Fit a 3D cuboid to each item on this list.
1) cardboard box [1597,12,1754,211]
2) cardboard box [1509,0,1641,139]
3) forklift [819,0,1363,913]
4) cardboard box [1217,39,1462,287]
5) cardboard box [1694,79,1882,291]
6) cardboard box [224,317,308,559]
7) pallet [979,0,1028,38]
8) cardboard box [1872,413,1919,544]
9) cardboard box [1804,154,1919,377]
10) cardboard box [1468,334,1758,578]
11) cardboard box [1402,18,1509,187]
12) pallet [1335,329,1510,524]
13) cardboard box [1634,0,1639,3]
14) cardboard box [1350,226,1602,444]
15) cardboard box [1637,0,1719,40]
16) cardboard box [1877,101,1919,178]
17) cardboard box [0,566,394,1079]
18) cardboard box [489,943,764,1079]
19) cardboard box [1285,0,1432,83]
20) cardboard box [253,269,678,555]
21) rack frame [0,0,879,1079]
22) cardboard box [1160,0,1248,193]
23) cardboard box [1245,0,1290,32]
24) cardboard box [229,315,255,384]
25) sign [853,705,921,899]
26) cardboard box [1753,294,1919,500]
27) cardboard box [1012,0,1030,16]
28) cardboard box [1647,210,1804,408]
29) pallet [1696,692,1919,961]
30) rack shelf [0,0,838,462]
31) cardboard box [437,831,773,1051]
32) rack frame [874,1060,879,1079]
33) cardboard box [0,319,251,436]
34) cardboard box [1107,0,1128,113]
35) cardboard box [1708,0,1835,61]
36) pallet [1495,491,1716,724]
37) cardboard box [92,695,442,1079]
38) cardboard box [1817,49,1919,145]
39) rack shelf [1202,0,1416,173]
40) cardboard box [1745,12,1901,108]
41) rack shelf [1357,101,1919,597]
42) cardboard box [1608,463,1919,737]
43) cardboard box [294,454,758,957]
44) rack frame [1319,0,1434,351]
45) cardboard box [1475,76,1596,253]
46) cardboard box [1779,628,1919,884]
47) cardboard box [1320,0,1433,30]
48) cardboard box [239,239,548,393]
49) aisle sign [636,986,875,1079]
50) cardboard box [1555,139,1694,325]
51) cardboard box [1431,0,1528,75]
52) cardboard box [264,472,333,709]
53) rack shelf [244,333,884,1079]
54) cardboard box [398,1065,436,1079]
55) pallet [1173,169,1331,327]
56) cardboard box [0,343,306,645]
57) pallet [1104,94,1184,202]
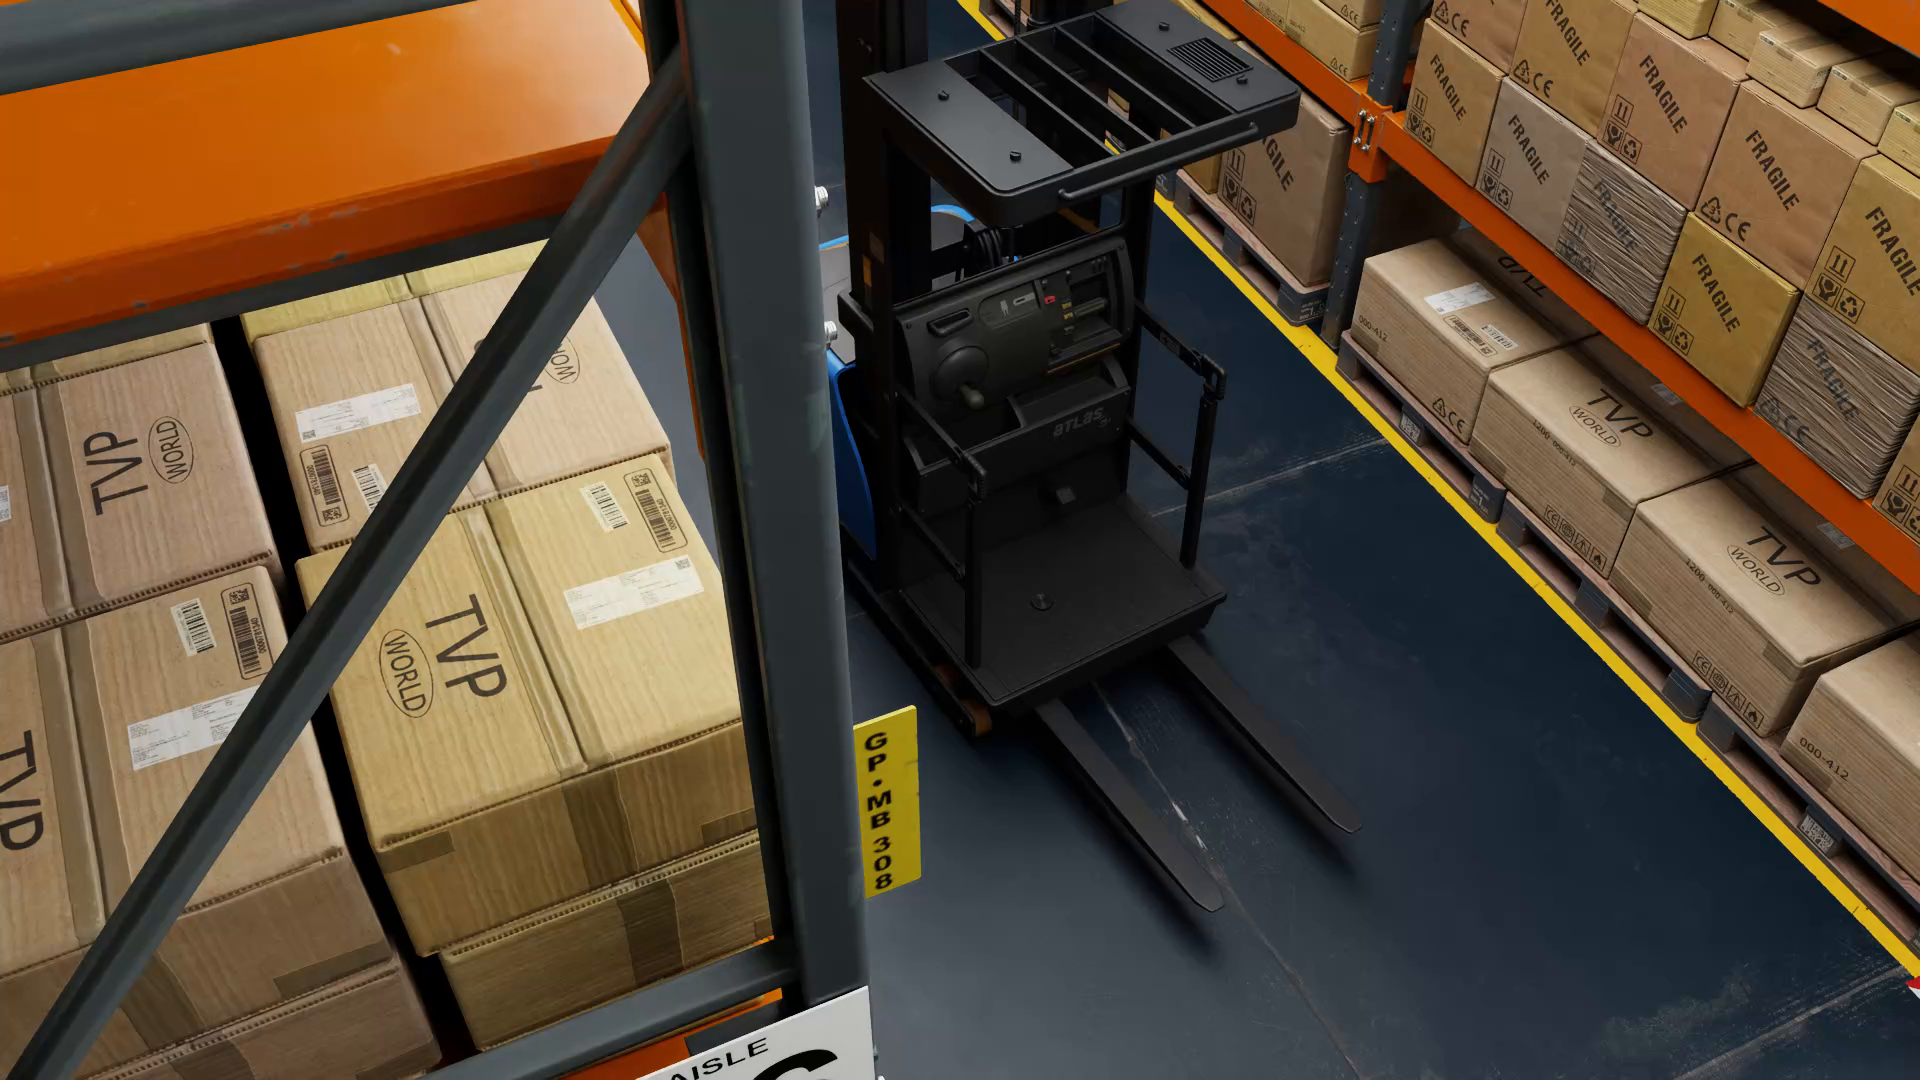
[{"bbox_3d":[2.626,-1.530,5.751,0.500,0.500,0.500,-17,47,-17],"label":"cardboard box"},{"bbox_3d":[2.421,-1.860,6.085,0.500,0.500,0.500,-19,48,-18],"label":"cardboard box"},{"bbox_3d":[0.328,-0.670,5.711,1.130,2.935,3.031,-23,49,-22],"label":"forklift"},{"bbox_3d":[1.901,-1.932,8.155,0.875,0.875,0.875,-17,47,-16],"label":"cardboard box"},{"bbox_3d":[2.836,-1.208,5.424,0.500,0.500,0.500,-18,47,-18],"label":"cardboard box"},{"bbox_3d":[-1.453,-0.118,2.862,0.500,0.250,0.500,-19,48,-18],"label":"cardboard box"},{"bbox_3d":[0.815,-3.199,10.210,1.003,0.211,1.213,-18,47,-17],"label":"pallet"},{"bbox_3d":[3.276,-0.207,5.122,0.500,0.500,0.500,-19,48,-18],"label":"cardboard box"},{"bbox_3d":[3.046,-0.887,5.099,0.500,0.500,0.500,-18,47,-18],"label":"cardboard box"},{"bbox_3d":[2.778,-0.402,6.916,0.875,0.438,0.875,-19,48,-19],"label":"cardboard box"},{"bbox_3d":[2.194,-1.826,6.763,0.500,0.500,0.500,-17,47,-16],"label":"cardboard box"},{"bbox_3d":[2.483,-0.667,7.644,1.003,0.211,1.213,-18,47,-17],"label":"pallet"},{"bbox_3d":[2.448,-2.026,5.792,0.380,0.149,0.250,-18,47,-18],"label":"cardboard box"},{"bbox_3d":[2.401,-0.973,7.494,0.875,0.438,0.875,-19,48,-18],"label":"cardboard box"},{"bbox_3d":[2.534,-1.848,5.611,0.380,0.149,0.250,-19,48,-19],"label":"cardboard box"},{"bbox_3d":[2.997,-1.207,4.961,0.380,0.149,0.250,-17,47,-16],"label":"cardboard box"},{"bbox_3d":[-1.026,0.351,2.031,0.500,0.250,0.500,-19,48,-19],"label":"cardboard box"},{"bbox_3d":[-0.509,0.600,2.418,0.380,0.149,0.250,-17,47,-17],"label":"cardboard box"},{"bbox_3d":[1.817,-2.325,7.446,0.500,0.250,0.500,-19,48,-18],"label":"cardboard box"},{"bbox_3d":[-0.742,-0.134,2.523,0.500,0.250,0.500,-18,47,-18],"label":"cardboard box"},{"bbox_3d":[-0.586,-0.285,1.001,1.000,3.000,0.127,-18,47,-17],"label":"rack frame"},{"bbox_3d":[1.514,-2.505,8.736,0.875,0.875,0.875,-17,47,-16],"label":"cardboard box"},{"bbox_3d":[1.604,-2.650,7.776,0.500,0.250,0.500,-19,48,-18],"label":"cardboard box"},{"bbox_3d":[-1.673,-0.445,3.193,0.500,0.250,0.500,-17,47,-16],"label":"cardboard box"},{"bbox_3d":[-0.094,0.311,1.910,0.100,0.325,0.005,-18,47,-17],"label":"sign"},{"bbox_3d":[3.050,-0.532,5.451,0.500,0.500,0.500,-17,47,-16],"label":"cardboard box"},{"bbox_3d":[0.767,-3.644,9.890,0.875,0.875,0.875,-18,48,-18],"label":"cardboard box"},{"bbox_3d":[2.822,-0.857,5.781,0.500,0.500,0.500,-17,47,-16],"label":"cardboard box"},{"bbox_3d":[3.509,0.888,6.068,1.003,0.211,1.213,-18,47,-17],"label":"pallet"},{"bbox_3d":[-1.427,-1.302,2.546,1.077,0.370,4.000,-18,47,-17],"label":"rack shelf"},{"bbox_3d":[-0.525,0.367,2.371,0.500,0.250,0.500,-19,48,-18],"label":"cardboard box"},{"bbox_3d":[-0.586,1.850,3.108,1.000,3.000,0.127,-18,47,-17],"label":"rack frame"},{"bbox_3d":[-1.470,-0.306,2.696,0.500,0.250,0.500,-18,47,-17],"label":"cardboard box"},{"bbox_3d":[1.138,-3.075,9.313,0.875,0.875,0.875,-17,47,-17],"label":"cardboard box"},{"bbox_3d":[2.714,-1.712,5.474,0.380,0.149,0.250,-18,47,-18],"label":"cardboard box"},{"bbox_3d":[3.000,0.112,6.855,1.003,0.211,1.213,-18,47,-17],"label":"pallet"},{"bbox_3d":[-1.020,0.527,2.208,0.500,0.250,0.500,-19,48,-18],"label":"cardboard box"},{"bbox_3d":[2.904,-1.380,5.136,0.380,0.149,0.250,-17,47,-16],"label":"cardboard box"},{"bbox_3d":[1.393,-3.185,8.724,1.077,0.370,4.000,-18,47,-17],"label":"rack shelf"},{"bbox_3d":[2.755,-1.535,5.294,0.380,0.149,0.250,-18,47,-17],"label":"cardboard box"},{"bbox_3d":[3.075,-0.636,6.140,1.077,0.370,4.000,-18,47,-17],"label":"rack shelf"},{"bbox_3d":[3.155,0.173,6.333,0.875,0.438,0.875,-17,47,-16],"label":"cardboard box"},{"bbox_3d":[-0.545,0.195,2.189,0.500,0.250,0.500,-19,48,-18],"label":"cardboard box"},{"bbox_3d":[2.234,-2.167,7.179,1.000,3.000,0.127,-18,47,-17],"label":"rack frame"},{"bbox_3d":[2.402,-1.504,6.437,0.500,0.500,0.500,-18,47,-17],"label":"cardboard box"},{"bbox_3d":[3.548,0.754,5.745,0.875,0.438,0.875,-20,48,-19],"label":"cardboard box"},{"bbox_3d":[1.828,-2.501,7.268,0.500,0.250,0.500,-18,47,-17],"label":"cardboard box"},{"bbox_3d":[-0.965,-0.451,2.843,0.500,0.250,0.500,-19,48,-18],"label":"cardboard box"},{"bbox_3d":[-0.291,0.882,2.239,0.394,0.787,0.004,-18,47,-17],"label":"aisle sign"},{"bbox_3d":[2.605,-1.185,6.113,0.500,0.500,0.500,-18,47,-17],"label":"cardboard box"},{"bbox_3d":[2.215,-2.183,6.413,0.500,0.500,0.500,-18,47,-17],"label":"cardboard box"},{"bbox_3d":[-1.246,0.204,2.536,0.500,0.250,0.500,-18,47,-17],"label":"cardboard box"},{"bbox_3d":[-1.427,-0.236,3.599,1.077,0.370,4.000,-18,47,-17],"label":"rack shelf"},{"bbox_3d":[-0.930,0.736,2.280,0.380,0.149,0.250,-17,47,-16],"label":"cardboard box"},{"bbox_3d":[1.841,-1.644,8.635,1.003,0.211,1.213,-18,47,-17],"label":"pallet"},{"bbox_3d":[-1.244,0.020,2.367,0.500,0.250,0.500,-19,48,-19],"label":"cardboard box"},{"bbox_3d":[1.324,-2.422,9.424,1.003,0.211,1.213,-18,47,-17],"label":"pallet"}]
